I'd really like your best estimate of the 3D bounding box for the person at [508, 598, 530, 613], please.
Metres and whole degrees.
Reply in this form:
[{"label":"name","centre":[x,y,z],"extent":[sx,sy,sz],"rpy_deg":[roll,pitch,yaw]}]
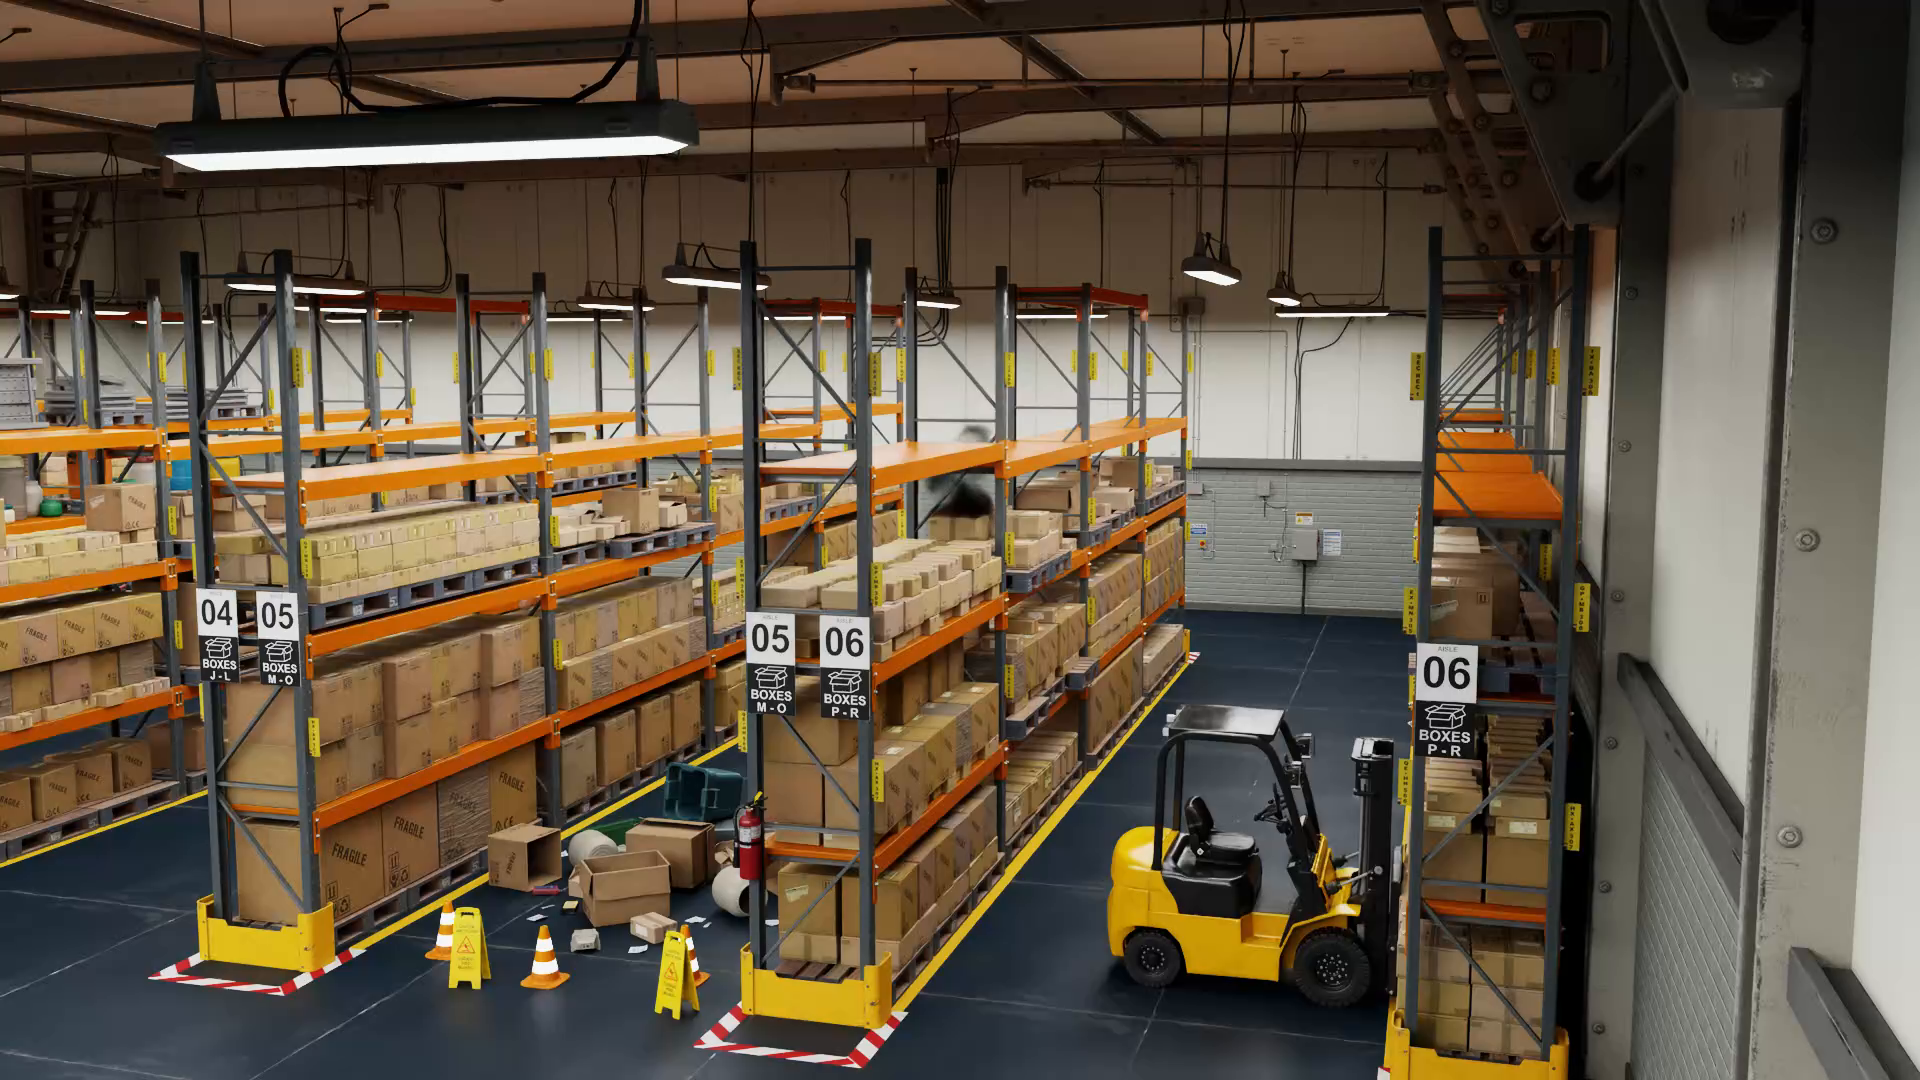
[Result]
[{"label":"person","centre":[-6.270,1.637,23.975],"extent":[0.642,1.772,0.803],"rpy_deg":[1,6,7]}]
